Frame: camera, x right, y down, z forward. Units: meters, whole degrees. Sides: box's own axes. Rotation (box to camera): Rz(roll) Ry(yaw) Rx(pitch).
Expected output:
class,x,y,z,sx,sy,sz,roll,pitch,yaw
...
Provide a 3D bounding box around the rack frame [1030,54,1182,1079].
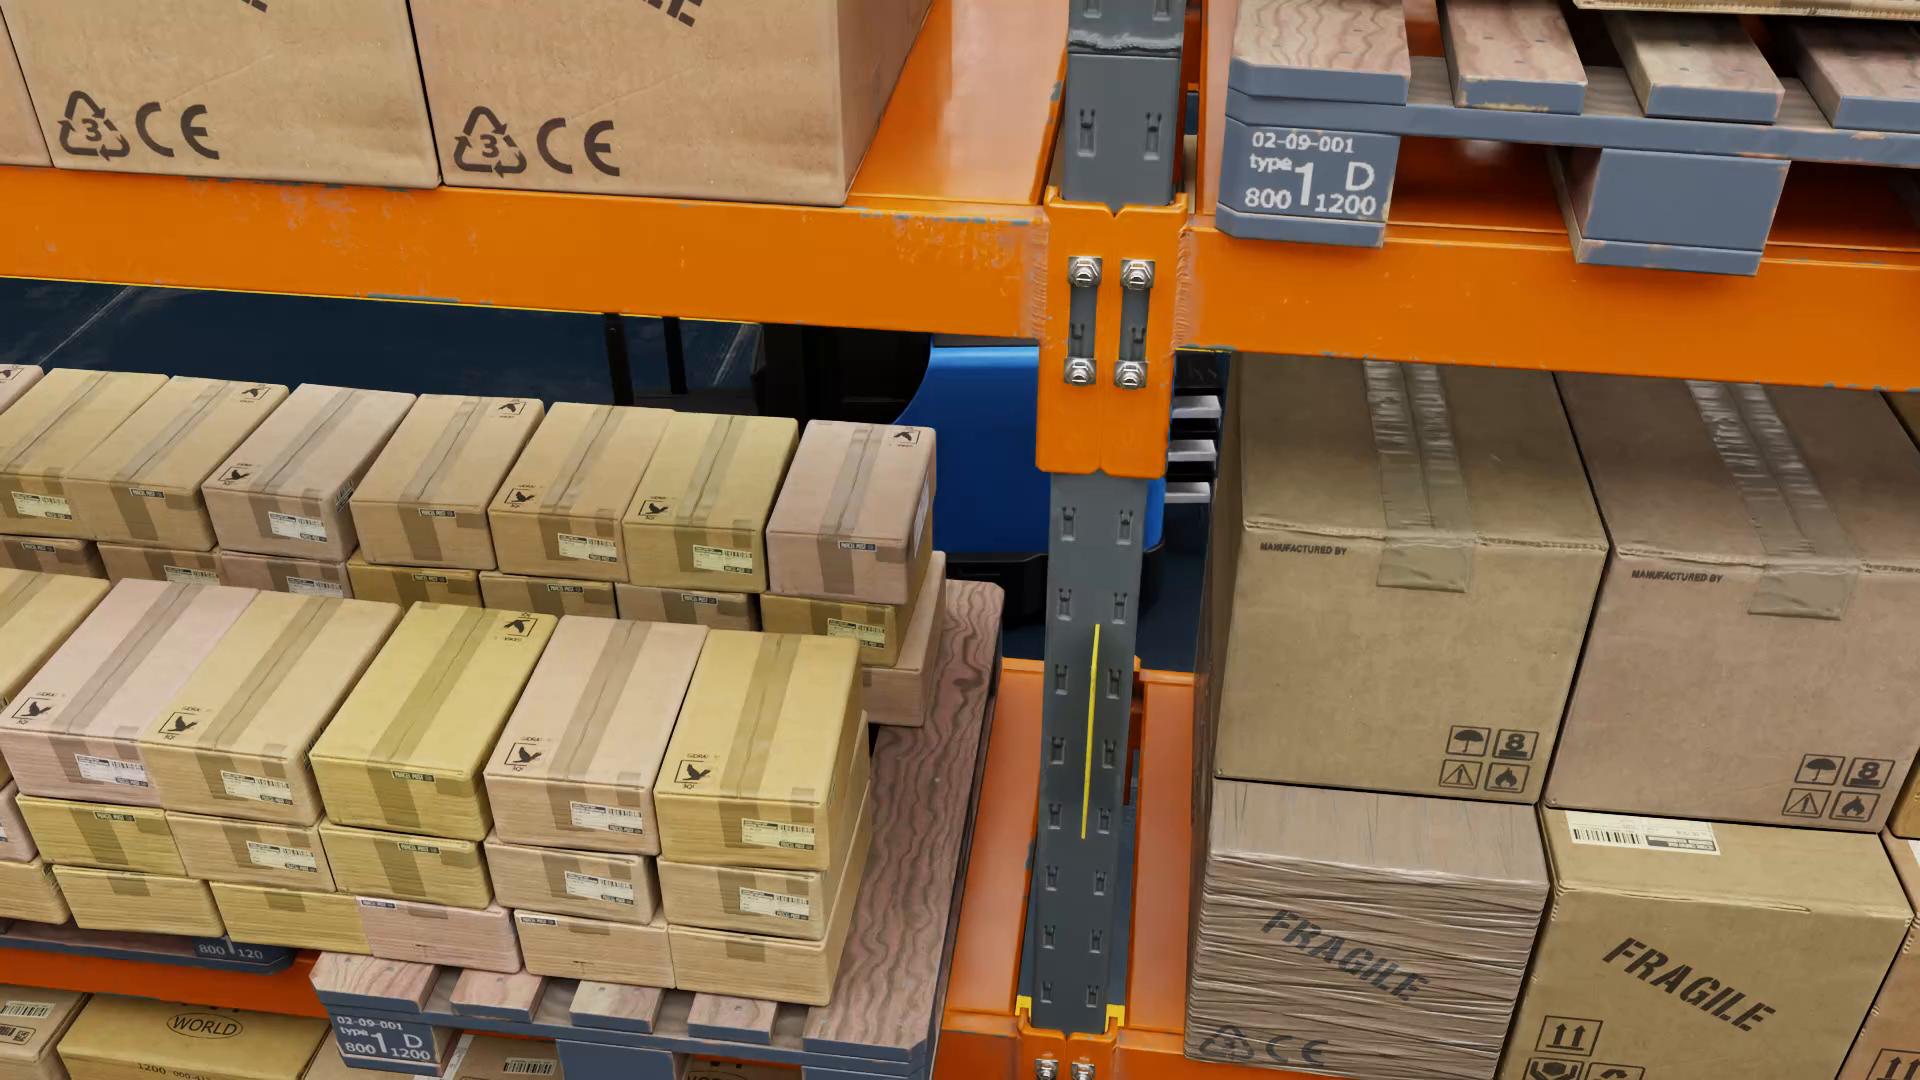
class,x,y,z,sx,sy,sz,roll,pitch,yaw
rack frame,0.245,0.399,3.109,0.127,3.000,1.000,4,36,6

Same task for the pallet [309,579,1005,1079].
class,x,y,z,sx,sy,sz,roll,pitch,yaw
pallet,-0.476,0.486,3.152,1.003,0.211,1.213,4,36,6

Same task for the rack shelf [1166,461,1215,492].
class,x,y,z,sx,sy,sz,roll,pitch,yaw
rack shelf,0.812,-0.277,6.076,0.200,0.077,0.258,0,36,-1

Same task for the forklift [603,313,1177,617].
class,x,y,z,sx,sy,sz,roll,pitch,yaw
forklift,-0.813,-1.187,5.390,3.031,2.935,1.130,0,36,-1

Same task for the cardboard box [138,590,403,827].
class,x,y,z,sx,sy,sz,roll,pitch,yaw
cardboard box,-1.074,0.259,2.647,0.250,0.149,0.380,5,36,7

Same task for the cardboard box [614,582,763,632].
class,x,y,z,sx,sy,sz,roll,pitch,yaw
cardboard box,-0.479,0.039,3.212,0.250,0.149,0.380,6,36,8

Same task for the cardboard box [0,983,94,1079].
class,x,y,z,sx,sy,sz,roll,pitch,yaw
cardboard box,-1.990,0.930,3.510,0.500,0.250,0.500,6,36,8

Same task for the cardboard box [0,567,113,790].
class,x,y,z,sx,sy,sz,roll,pitch,yaw
cardboard box,-1.582,0.219,2.703,0.250,0.149,0.380,6,36,8

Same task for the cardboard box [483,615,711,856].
class,x,y,z,sx,sy,sz,roll,pitch,yaw
cardboard box,-0.549,0.296,2.595,0.250,0.149,0.380,4,36,5

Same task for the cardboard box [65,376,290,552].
class,x,y,z,sx,sy,sz,roll,pitch,yaw
cardboard box,-1.493,-0.154,3.226,0.250,0.149,0.380,5,36,7

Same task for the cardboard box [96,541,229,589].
class,x,y,z,sx,sy,sz,roll,pitch,yaw
cardboard box,-1.487,-0.036,3.318,0.250,0.149,0.380,4,36,6

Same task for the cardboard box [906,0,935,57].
class,x,y,z,sx,sy,sz,roll,pitch,yaw
cardboard box,-0.288,-1.058,2.482,0.500,0.500,0.500,4,36,6

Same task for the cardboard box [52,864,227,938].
class,x,y,z,sx,sy,sz,roll,pitch,yaw
cardboard box,-1.318,0.481,2.849,0.250,0.149,0.380,3,36,4

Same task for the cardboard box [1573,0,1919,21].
class,x,y,z,sx,sy,sz,roll,pitch,yaw
cardboard box,0.934,-0.817,1.859,0.500,0.311,0.500,4,36,6

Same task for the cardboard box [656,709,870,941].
class,x,y,z,sx,sy,sz,roll,pitch,yaw
cardboard box,-0.303,0.435,2.657,0.250,0.149,0.380,5,36,7

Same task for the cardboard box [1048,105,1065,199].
class,x,y,z,sx,sy,sz,roll,pitch,yaw
cardboard box,0.100,-1.866,7.749,0.875,0.875,0.875,4,36,6

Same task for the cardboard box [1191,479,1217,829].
class,x,y,z,sx,sy,sz,roll,pitch,yaw
cardboard box,0.725,0.237,3.250,0.500,0.500,0.500,4,36,6

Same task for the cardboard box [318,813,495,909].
class,x,y,z,sx,sy,sz,roll,pitch,yaw
cardboard box,-0.830,0.398,2.708,0.250,0.149,0.380,5,36,7

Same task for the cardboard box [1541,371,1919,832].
class,x,y,z,sx,sy,sz,roll,pitch,yaw
cardboard box,1.190,0.027,2.683,0.500,0.500,0.700,4,36,5

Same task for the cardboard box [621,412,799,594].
class,x,y,z,sx,sy,sz,roll,pitch,yaw
cardboard box,-0.456,-0.076,3.117,0.250,0.149,0.380,3,36,5

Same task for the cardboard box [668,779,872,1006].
class,x,y,z,sx,sy,sz,roll,pitch,yaw
cardboard box,-0.303,0.559,2.740,0.250,0.149,0.380,5,36,7

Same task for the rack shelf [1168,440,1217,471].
class,x,y,z,sx,sy,sz,roll,pitch,yaw
rack shelf,0.812,-0.350,6.023,0.200,0.077,0.258,0,36,-1

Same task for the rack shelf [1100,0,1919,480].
class,x,y,z,sx,sy,sz,roll,pitch,yaw
rack shelf,2.228,-0.381,2.239,4.000,0.370,1.077,4,36,6

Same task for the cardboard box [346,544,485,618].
class,x,y,z,sx,sy,sz,roll,pitch,yaw
cardboard box,-0.994,0.003,3.263,0.250,0.149,0.380,4,36,6

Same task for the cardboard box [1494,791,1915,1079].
class,x,y,z,sx,sy,sz,roll,pitch,yaw
cardboard box,1.160,0.583,2.765,0.500,0.500,0.500,4,36,6

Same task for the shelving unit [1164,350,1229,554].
class,x,y,z,sx,sy,sz,roll,pitch,yaw
shelving unit,0.812,-0.377,6.004,0.210,0.900,0.258,0,36,-1

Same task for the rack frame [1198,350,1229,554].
class,x,y,z,sx,sy,sz,roll,pitch,yaw
rack frame,0.914,-0.378,6.005,0.006,0.900,0.240,0,36,-1

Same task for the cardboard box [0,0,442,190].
class,x,y,z,sx,sy,sz,roll,pitch,yaw
cardboard box,-0.852,-0.788,2.104,0.500,0.500,0.500,4,36,6

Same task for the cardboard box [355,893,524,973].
class,x,y,z,sx,sy,sz,roll,pitch,yaw
cardboard box,-0.805,0.521,2.793,0.250,0.149,0.380,5,36,7

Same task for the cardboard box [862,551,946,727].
class,x,y,z,sx,sy,sz,roll,pitch,yaw
cardboard box,-0.174,0.181,3.269,0.250,0.149,0.380,4,36,5

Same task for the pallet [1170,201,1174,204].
class,x,y,z,sx,sy,sz,roll,pitch,yaw
pallet,1.550,-1.267,7.843,1.213,0.211,1.003,4,36,6

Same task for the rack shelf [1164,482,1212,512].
class,x,y,z,sx,sy,sz,roll,pitch,yaw
rack shelf,0.812,-0.204,6.128,0.200,0.077,0.258,0,36,-1

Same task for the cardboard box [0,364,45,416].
class,x,y,z,sx,sy,sz,roll,pitch,yaw
cardboard box,-2.007,-0.194,3.282,0.250,0.149,0.380,3,36,4

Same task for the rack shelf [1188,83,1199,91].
class,x,y,z,sx,sy,sz,roll,pitch,yaw
rack shelf,2.758,-2.020,7.117,4.000,0.370,1.077,4,36,6

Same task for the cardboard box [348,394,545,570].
class,x,y,z,sx,sy,sz,roll,pitch,yaw
cardboard box,-0.961,-0.116,3.174,0.250,0.149,0.380,3,36,4

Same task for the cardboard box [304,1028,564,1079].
class,x,y,z,sx,sy,sz,roll,pitch,yaw
cardboard box,-0.970,1.010,3.398,0.500,0.250,0.500,5,36,7

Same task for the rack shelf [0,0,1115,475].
class,x,y,z,sx,sy,sz,roll,pitch,yaw
rack shelf,-1.739,-0.677,2.654,4.000,0.370,1.077,4,36,6

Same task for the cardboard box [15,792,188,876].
class,x,y,z,sx,sy,sz,roll,pitch,yaw
cardboard box,-1.324,0.360,2.762,0.250,0.149,0.380,4,36,6
